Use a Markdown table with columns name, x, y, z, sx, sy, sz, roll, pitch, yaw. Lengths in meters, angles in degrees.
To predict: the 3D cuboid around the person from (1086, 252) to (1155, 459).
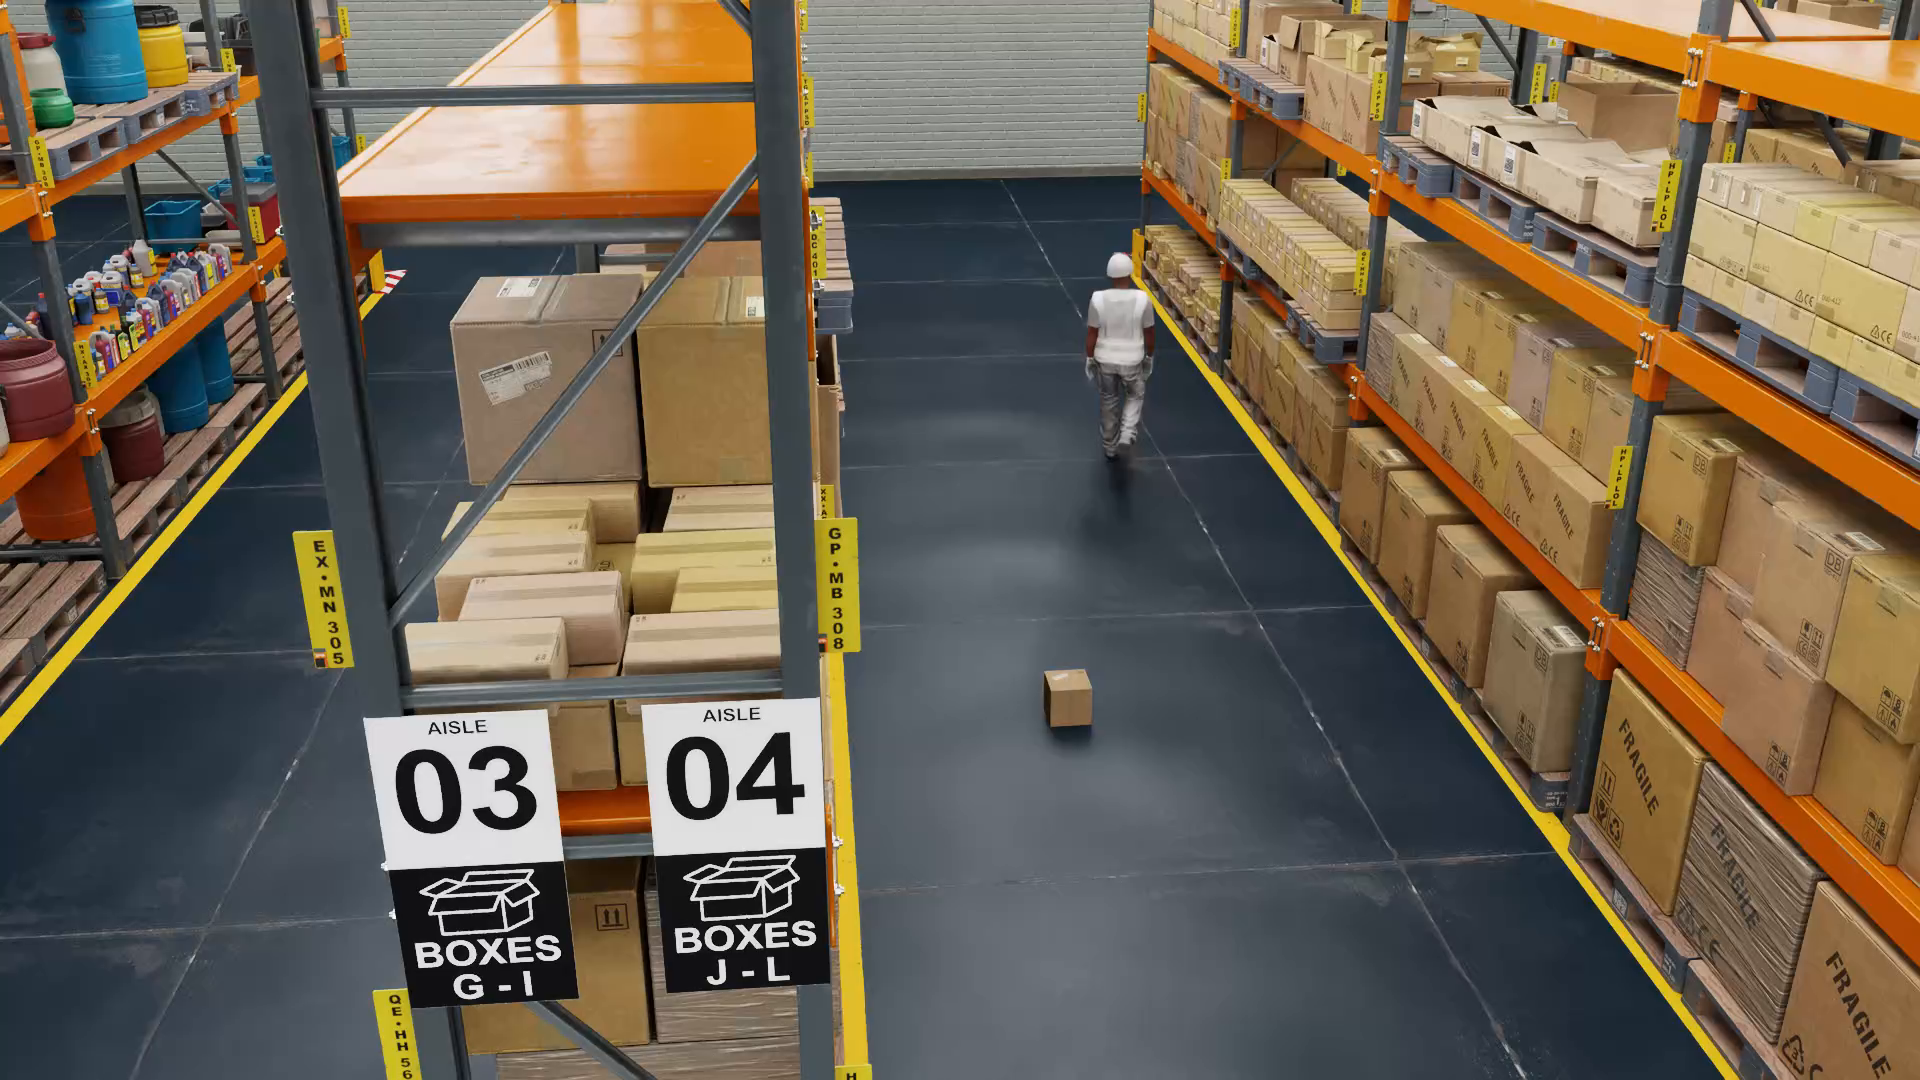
| name | x | y | z | sx | sy | sz | roll | pitch | yaw |
| --- | --- | --- | --- | --- | --- | --- | --- | --- | --- |
| person | 1.317 | -1.499 | 13.706 | 0.562 | 1.772 | 0.674 | 3 | 24 | 8 |
